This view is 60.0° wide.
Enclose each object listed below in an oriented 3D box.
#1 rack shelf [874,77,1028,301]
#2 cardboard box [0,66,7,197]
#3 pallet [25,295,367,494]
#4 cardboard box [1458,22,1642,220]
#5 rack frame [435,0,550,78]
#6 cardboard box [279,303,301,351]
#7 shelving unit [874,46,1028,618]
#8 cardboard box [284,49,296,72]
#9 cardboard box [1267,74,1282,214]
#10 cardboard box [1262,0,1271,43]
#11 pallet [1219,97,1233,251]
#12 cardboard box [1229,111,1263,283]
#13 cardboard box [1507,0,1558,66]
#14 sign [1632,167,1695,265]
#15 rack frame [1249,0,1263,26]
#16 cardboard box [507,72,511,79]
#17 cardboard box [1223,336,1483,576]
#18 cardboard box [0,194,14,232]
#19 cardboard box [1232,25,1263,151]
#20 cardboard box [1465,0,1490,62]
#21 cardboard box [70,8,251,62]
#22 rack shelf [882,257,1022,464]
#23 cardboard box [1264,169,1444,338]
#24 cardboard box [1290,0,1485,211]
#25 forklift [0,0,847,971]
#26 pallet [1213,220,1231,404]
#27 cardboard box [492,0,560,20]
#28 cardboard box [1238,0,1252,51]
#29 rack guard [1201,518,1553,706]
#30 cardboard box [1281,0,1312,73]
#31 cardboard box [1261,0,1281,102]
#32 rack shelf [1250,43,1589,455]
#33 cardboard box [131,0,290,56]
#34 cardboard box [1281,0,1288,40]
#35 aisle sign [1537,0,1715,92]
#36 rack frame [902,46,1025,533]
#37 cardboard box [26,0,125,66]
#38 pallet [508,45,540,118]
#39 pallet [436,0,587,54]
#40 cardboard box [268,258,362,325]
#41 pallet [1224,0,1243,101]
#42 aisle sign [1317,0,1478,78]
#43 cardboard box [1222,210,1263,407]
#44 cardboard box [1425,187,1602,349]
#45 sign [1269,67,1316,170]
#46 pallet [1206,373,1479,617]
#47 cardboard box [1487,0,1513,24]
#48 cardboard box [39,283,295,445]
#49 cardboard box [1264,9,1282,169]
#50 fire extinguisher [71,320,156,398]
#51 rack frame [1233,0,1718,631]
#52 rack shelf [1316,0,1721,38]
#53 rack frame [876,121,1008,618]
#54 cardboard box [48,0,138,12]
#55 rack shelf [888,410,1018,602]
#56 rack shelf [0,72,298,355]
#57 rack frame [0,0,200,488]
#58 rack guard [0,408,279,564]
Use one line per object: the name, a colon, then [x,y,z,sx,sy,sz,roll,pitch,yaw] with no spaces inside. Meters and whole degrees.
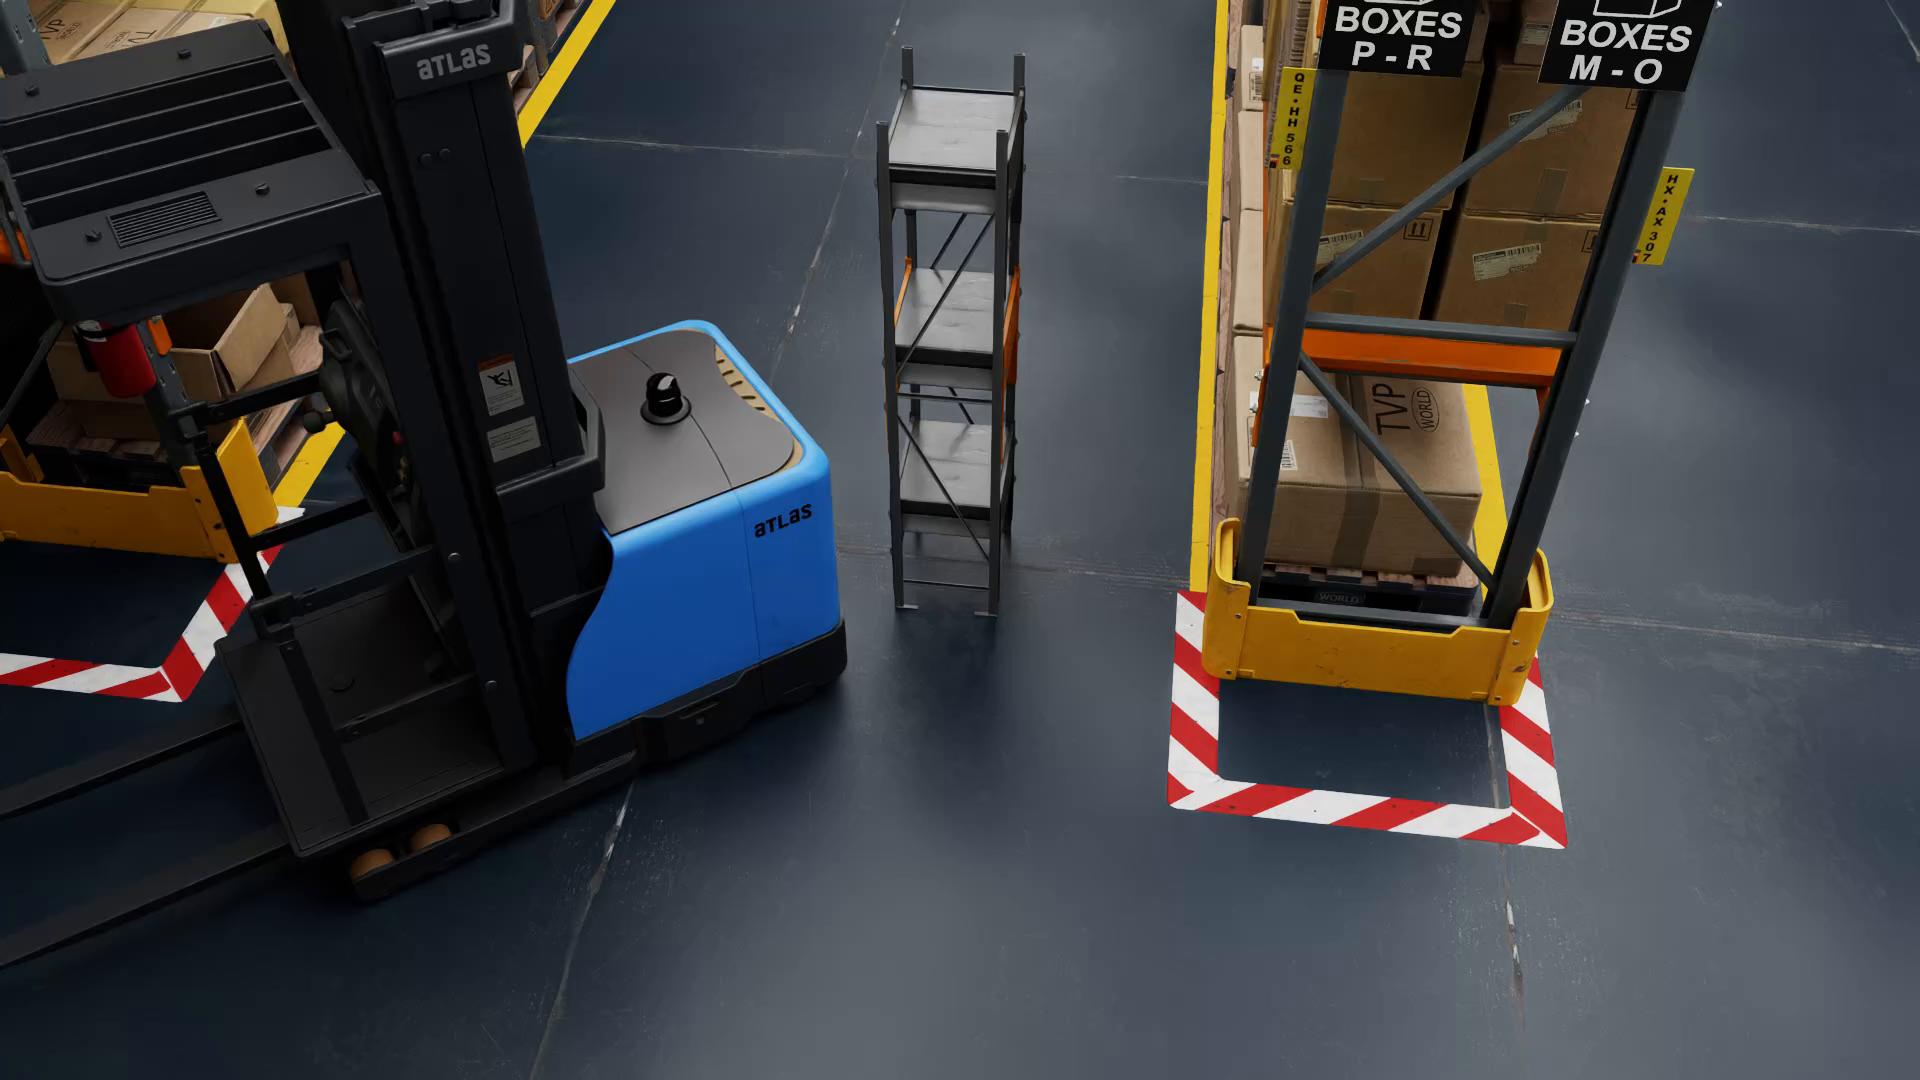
rack shelf: [-0.022,-1.148,5.437,0.431,0.518,0.480,5,44,6]
cardboard box: [-3.615,-1.499,6.044,0.500,0.250,0.500,6,44,7]
pallet: [-3.299,-0.691,7.326,1.003,0.211,1.213,5,44,6]
cardboard box: [1.853,-1.360,5.205,0.500,0.500,0.500,4,44,5]
rack frame: [-2.884,-3.834,8.618,1.000,3.000,0.127,5,44,6]
cardboard box: [-3.144,-0.920,7.308,0.380,0.149,0.250,4,44,4]
shelving unit: [-0.022,-0.650,5.909,0.431,2.100,0.503,5,44,6]
cardboard box: [-2.878,-2.089,6.958,0.380,0.149,0.250,4,44,4]
cardboard box: [1.390,-1.389,5.963,0.500,0.500,0.500,4,44,5]
cardboard box: [1.572,-2.445,7.078,0.500,0.500,0.500,5,44,6]
pallet: [1.858,-1.862,8.563,1.003,0.211,1.213,5,44,6]
cardboard box: [1.729,-1.579,7.794,0.875,0.438,0.875,4,44,4]
cardboard box: [1.829,-1.511,4.892,0.380,0.149,0.250,6,44,6]
sign: [2.057,-0.948,4.882,0.100,0.325,0.005,5,44,6]
rack frame: [2.036,-3.385,8.144,1.000,3.000,0.127,5,44,6]
cardboard box: [-2.667,-2.545,9.024,0.380,0.149,0.250,4,44,4]
cardboard box: [1.496,-0.340,6.486,0.875,0.438,0.875,4,44,4]
cardboard box: [-3.635,-1.267,6.089,0.380,0.149,0.250,5,44,5]
cardboard box: [1.847,-2.189,8.439,0.875,0.438,0.875,5,44,5]
cardboard box: [1.356,-1.557,4.941,0.380,0.149,0.250,6,44,6]
cardboard box: [-3.020,-1.790,6.351,0.500,0.250,0.500,6,44,6]
rack shelf: [-0.022,-0.640,5.918,0.431,0.518,0.480,5,44,6]
cardboard box: [1.309,-1.048,5.603,0.500,0.500,0.500,5,44,6]
cardboard box: [1.335,-1.409,5.256,0.500,0.500,0.500,7,44,7]
forklift: [-1.943,-0.300,4.935,3.031,2.935,1.130,-23,48,-22]
pallet: [1.699,-1.028,7.682,1.003,0.211,1.213,5,44,6]
cardboard box: [-2.597,-3.388,9.659,0.500,0.500,0.500,7,44,7]
cardboard box: [2.039,-3.196,9.184,0.875,0.875,0.875,6,44,7]
rack guard: [1.504,0.265,6.107,1.175,0.500,0.348,5,44,6]
cardboard box: [1.375,-1.768,5.635,0.500,0.500,0.500,5,44,6]
cardboard box: [1.504,-2.094,6.707,0.500,0.500,0.500,6,44,7]
rack shelf: [1.772,-1.761,6.952,1.077,0.370,4.000,5,44,6]
cardboard box: [-2.956,-2.136,6.717,0.500,0.250,0.500,4,44,5]
cardboard box: [1.444,-2.105,5.991,0.500,0.500,0.500,5,44,5]
aisle sign: [1.785,-1.528,4.291,0.394,0.787,0.004,5,44,6]
rack frame: [0.010,-0.816,6.085,0.400,2.100,0.015,5,44,6]
cardboard box: [-3.546,-1.850,6.415,0.500,0.250,0.500,5,44,6]
pallet: [-2.976,-2.353,9.082,1.003,0.211,1.213,5,44,6]
pallet: [-2.814,-3.379,10.165,1.003,0.211,1.213,5,44,6]
cardboard box: [-3.087,-1.340,7.496,0.700,0.500,0.500,7,44,7]
pallet: [2.064,-2.906,9.665,1.003,0.211,1.213,5,44,6]
aisle sign: [1.191,-1.582,4.349,0.394,0.787,0.004,5,44,6]
cardboard box: [1.608,-0.965,7.145,0.875,0.438,0.875,6,44,7]
cardboard box: [1.855,-0.997,5.548,0.500,0.500,0.500,5,44,5]
sign: [0.971,-1.225,4.847,0.100,0.325,0.005,5,44,6]
pallet: [1.536,-0.199,6.807,1.003,0.211,1.213,5,44,6]
cardboard box: [1.793,-1.696,5.088,0.380,0.149,0.250,6,44,7]
cardboard box: [-3.238,-0.762,6.884,0.797,0.503,0.637,4,44,4]
cardboard box: [1.448,-1.741,6.334,0.500,0.500,0.500,6,44,7]
fire extinguisher: [-2.975,-0.802,5.743,0.296,0.674,0.183,5,44,6]
rack frame: [1.507,-0.659,5.265,1.000,3.000,0.127,5,44,6]
rack shelf: [1.772,-2.850,5.920,1.077,0.370,4.000,5,44,6]
rack frame: [-0.054,-0.483,5.733,0.400,2.100,0.015,5,44,6]
cardboard box: [-3.476,-2.188,6.771,0.500,0.250,0.500,7,44,7]
rack shelf: [-0.022,-0.131,6.400,0.431,0.518,0.480,5,44,6]
rack shelf: [-3.149,-2.210,7.425,1.077,0.370,4.000,5,44,6]
rack frame: [-3.413,-1.108,5.739,1.000,3.000,0.127,5,44,6]
rack guard: [-3.403,-0.252,6.653,1.175,0.500,0.348,5,44,6]
